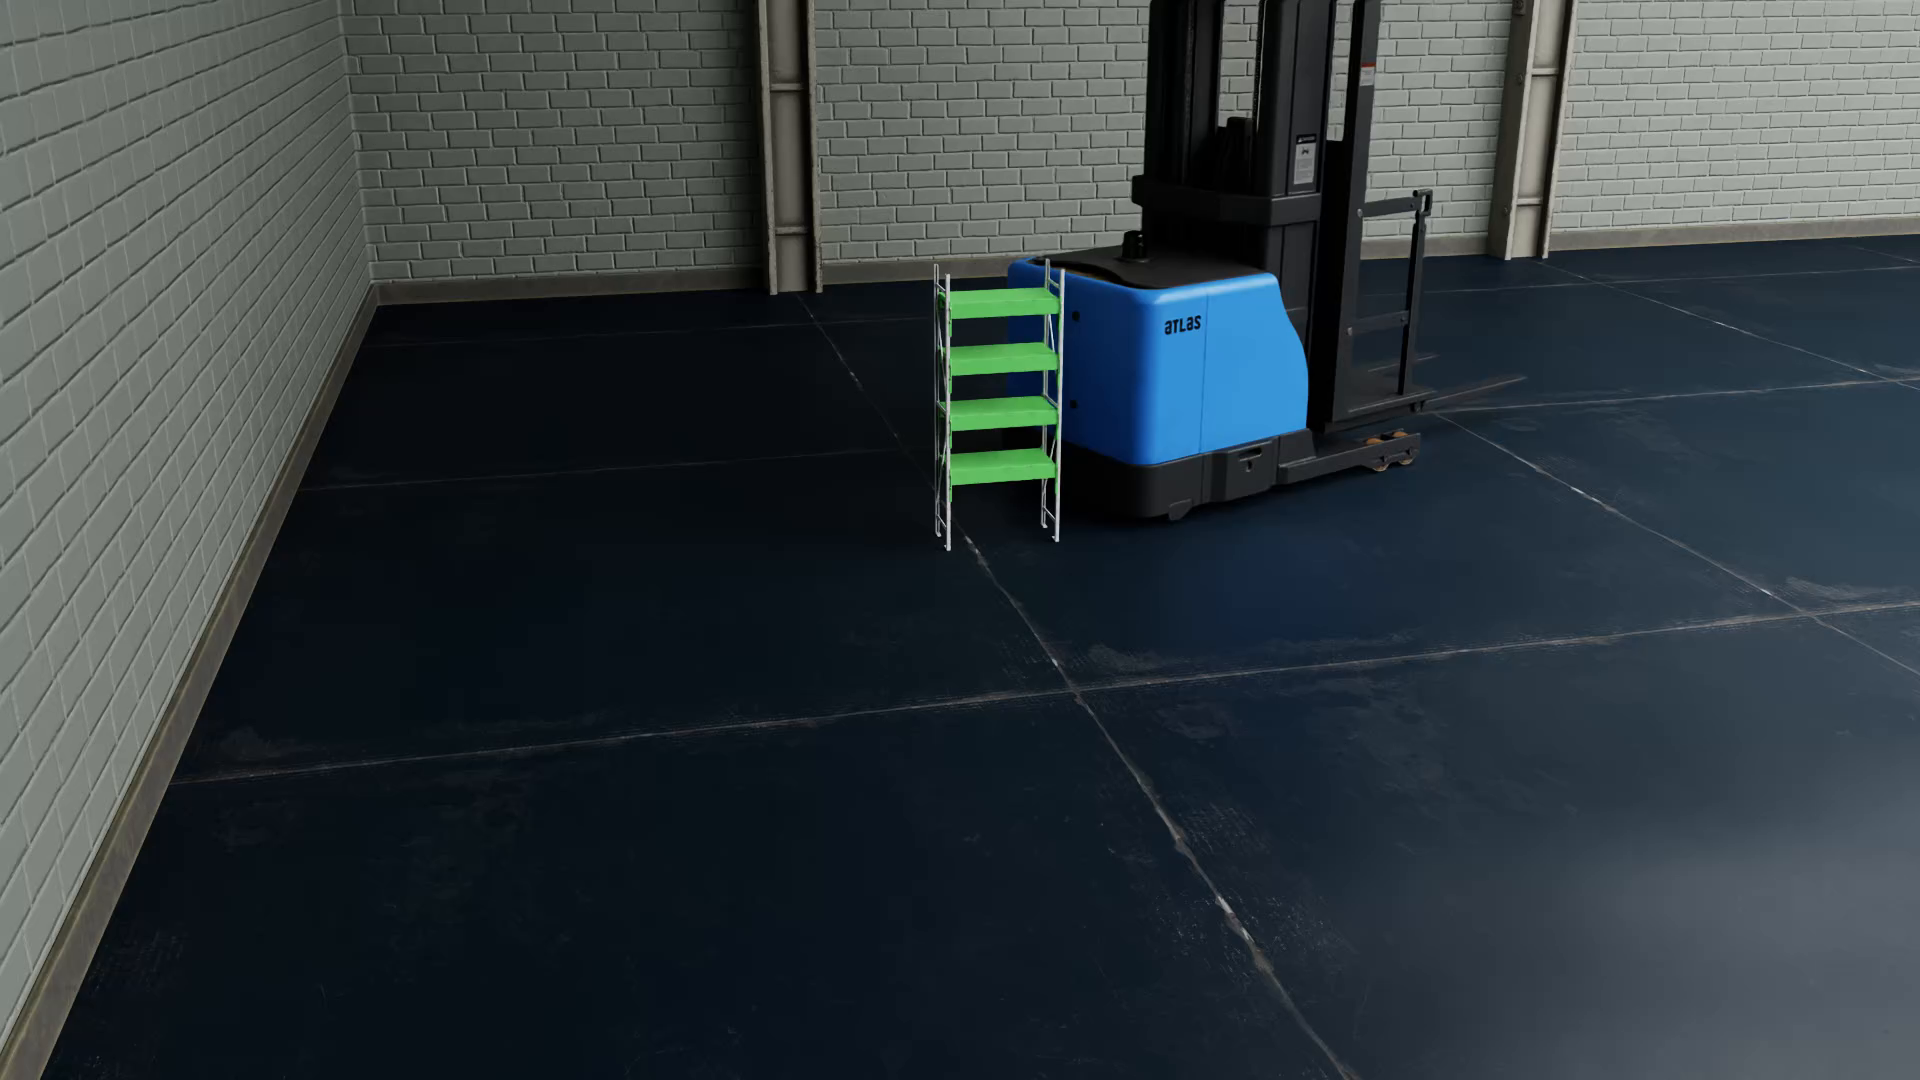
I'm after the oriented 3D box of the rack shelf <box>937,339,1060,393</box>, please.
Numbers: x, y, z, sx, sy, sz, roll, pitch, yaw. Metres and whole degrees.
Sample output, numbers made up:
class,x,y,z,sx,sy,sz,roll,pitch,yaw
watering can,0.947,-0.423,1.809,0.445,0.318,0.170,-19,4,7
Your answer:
class,x,y,z,sx,sy,sz,roll,pitch,yaw
rack shelf,0.161,-0.742,7.083,0.480,0.148,0.258,-5,21,-12

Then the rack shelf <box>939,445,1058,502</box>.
class,x,y,z,sx,sy,sz,roll,pitch,yaw
rack shelf,0.161,-0.291,7.248,0.480,0.148,0.258,-5,21,-12

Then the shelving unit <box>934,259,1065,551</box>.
class,x,y,z,sx,sy,sz,roll,pitch,yaw
shelving unit,0.161,-0.576,7.144,0.503,1.200,0.258,-5,21,-12

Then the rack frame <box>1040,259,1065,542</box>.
class,x,y,z,sx,sy,sz,roll,pitch,yaw
rack frame,0.399,-0.596,7.197,0.015,1.200,0.240,-5,21,-12

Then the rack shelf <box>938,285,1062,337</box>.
class,x,y,z,sx,sy,sz,roll,pitch,yaw
rack shelf,0.161,-0.967,7.001,0.480,0.148,0.258,-5,21,-12

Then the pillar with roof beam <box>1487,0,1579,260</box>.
class,x,y,z,sx,sy,sz,roll,pitch,yaw
pillar with roof beam,5.584,-5.132,8.243,0.400,9.000,9.100,-5,21,-12

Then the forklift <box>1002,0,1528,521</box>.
class,x,y,z,sx,sy,sz,roll,pitch,yaw
forklift,1.694,-1.844,8.088,3.031,2.935,1.130,-14,24,-34

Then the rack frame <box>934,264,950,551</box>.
class,x,y,z,sx,sy,sz,roll,pitch,yaw
rack frame,-0.076,-0.557,7.091,0.015,1.200,0.240,-5,21,-12

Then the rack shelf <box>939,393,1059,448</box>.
class,x,y,z,sx,sy,sz,roll,pitch,yaw
rack shelf,0.161,-0.516,7.166,0.480,0.148,0.258,-5,21,-12

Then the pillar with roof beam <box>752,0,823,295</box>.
class,x,y,z,sx,sy,sz,roll,pitch,yaw
pillar with roof beam,-0.255,-4.657,6.946,0.400,9.000,9.100,-5,21,-12
